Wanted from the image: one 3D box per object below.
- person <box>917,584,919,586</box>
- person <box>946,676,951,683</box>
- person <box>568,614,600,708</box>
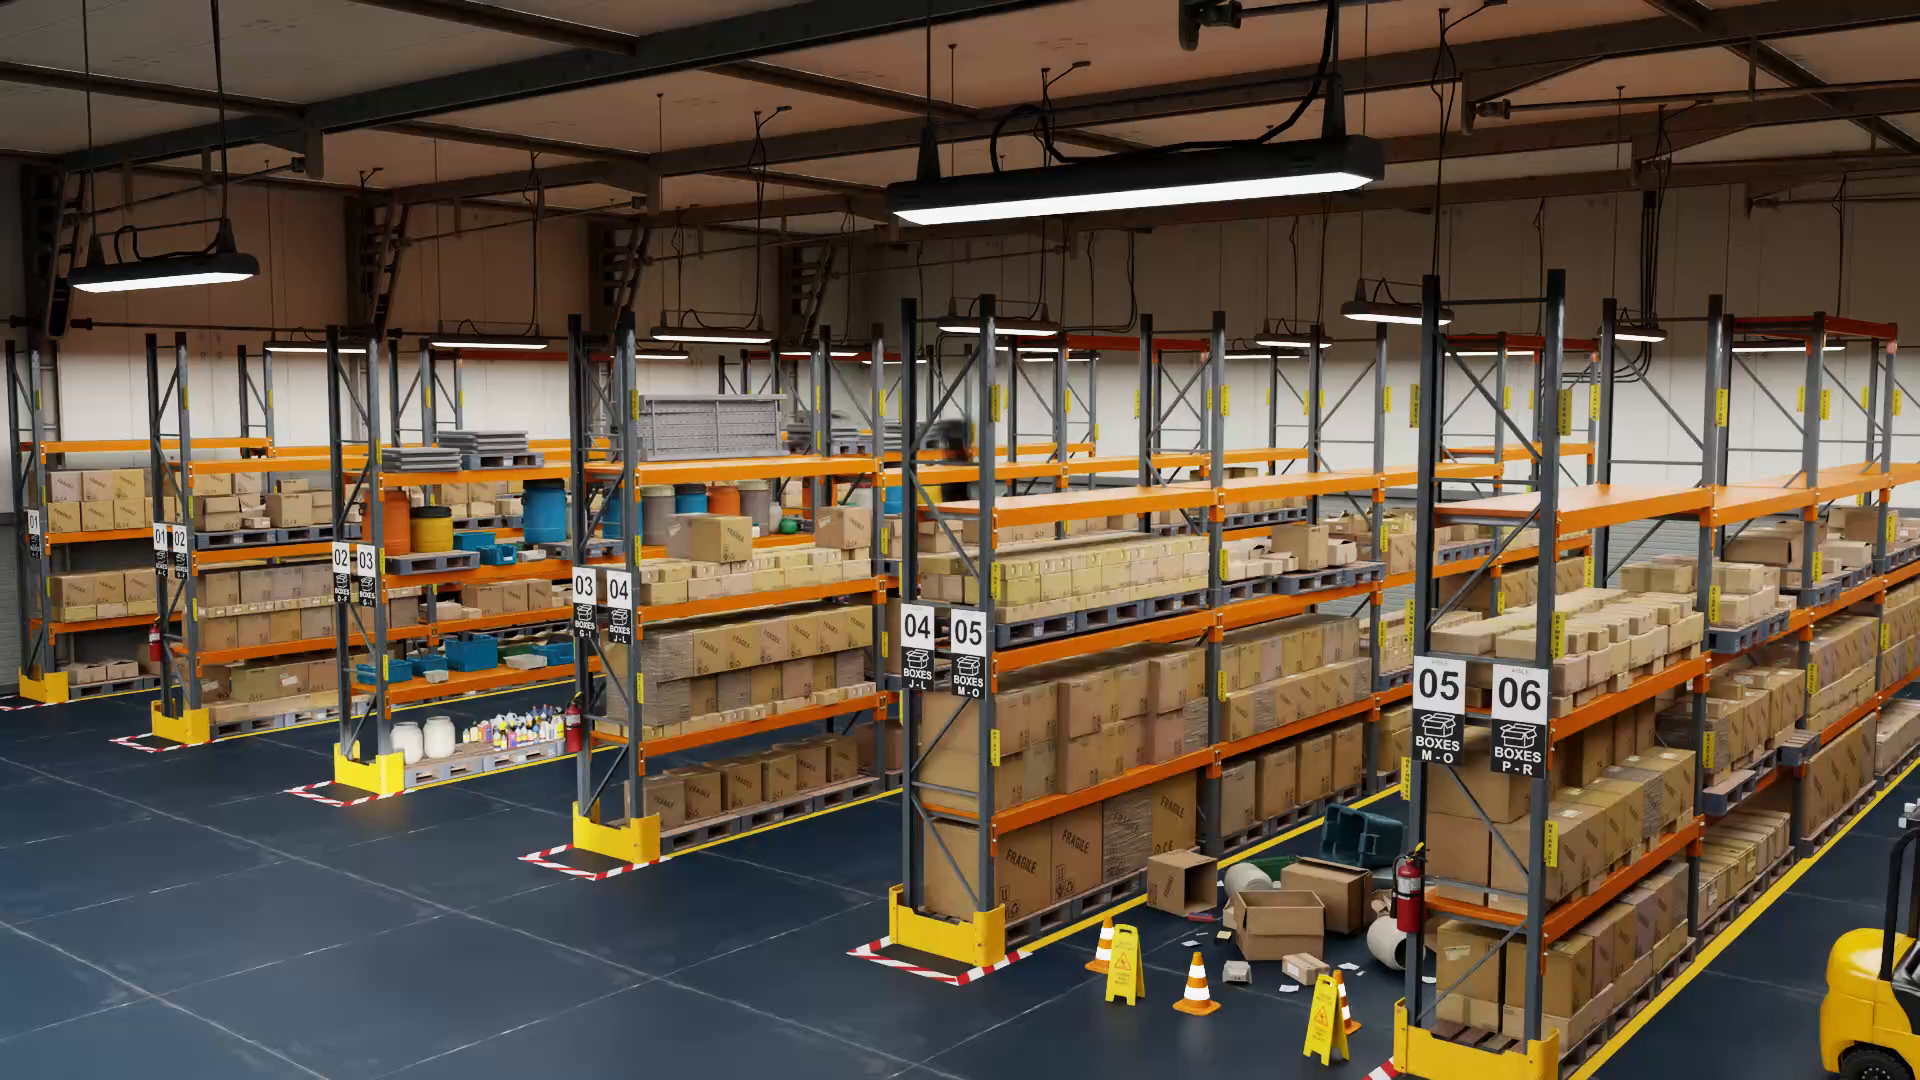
[{"bbox_3d":[-0.732,1.193,35.356,0.612,1.626,0.746,2,5,19],"label":"person"},{"bbox_3d":[-0.003,2.468,20.495,0.688,1.683,0.618,4,6,35],"label":"person"},{"bbox_3d":[-5.986,1.964,26.581,0.611,1.648,0.751,3,6,26],"label":"person"}]
